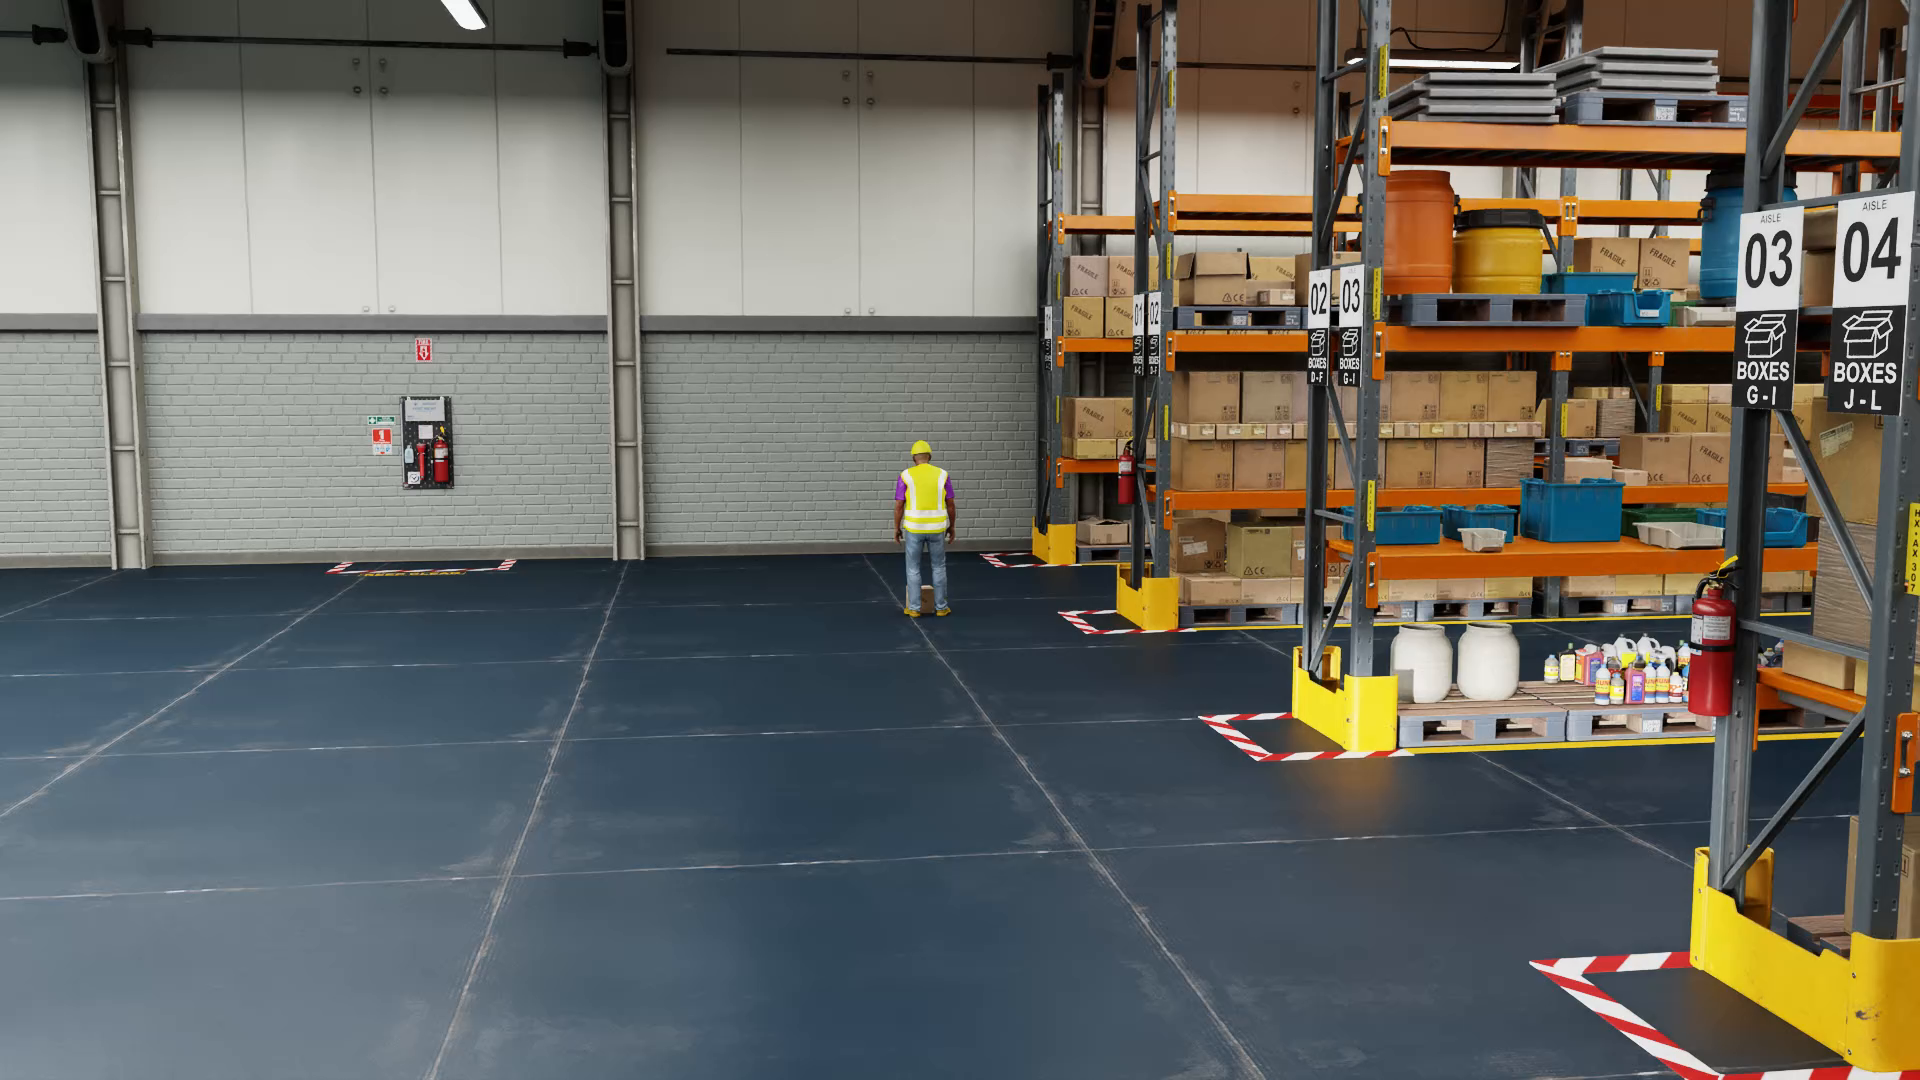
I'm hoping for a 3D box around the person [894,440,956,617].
[{"bbox_3d":[-0.354,-0.116,16.666,0.625,1.759,0.458,-1,7,-10],"label":"person"}]
